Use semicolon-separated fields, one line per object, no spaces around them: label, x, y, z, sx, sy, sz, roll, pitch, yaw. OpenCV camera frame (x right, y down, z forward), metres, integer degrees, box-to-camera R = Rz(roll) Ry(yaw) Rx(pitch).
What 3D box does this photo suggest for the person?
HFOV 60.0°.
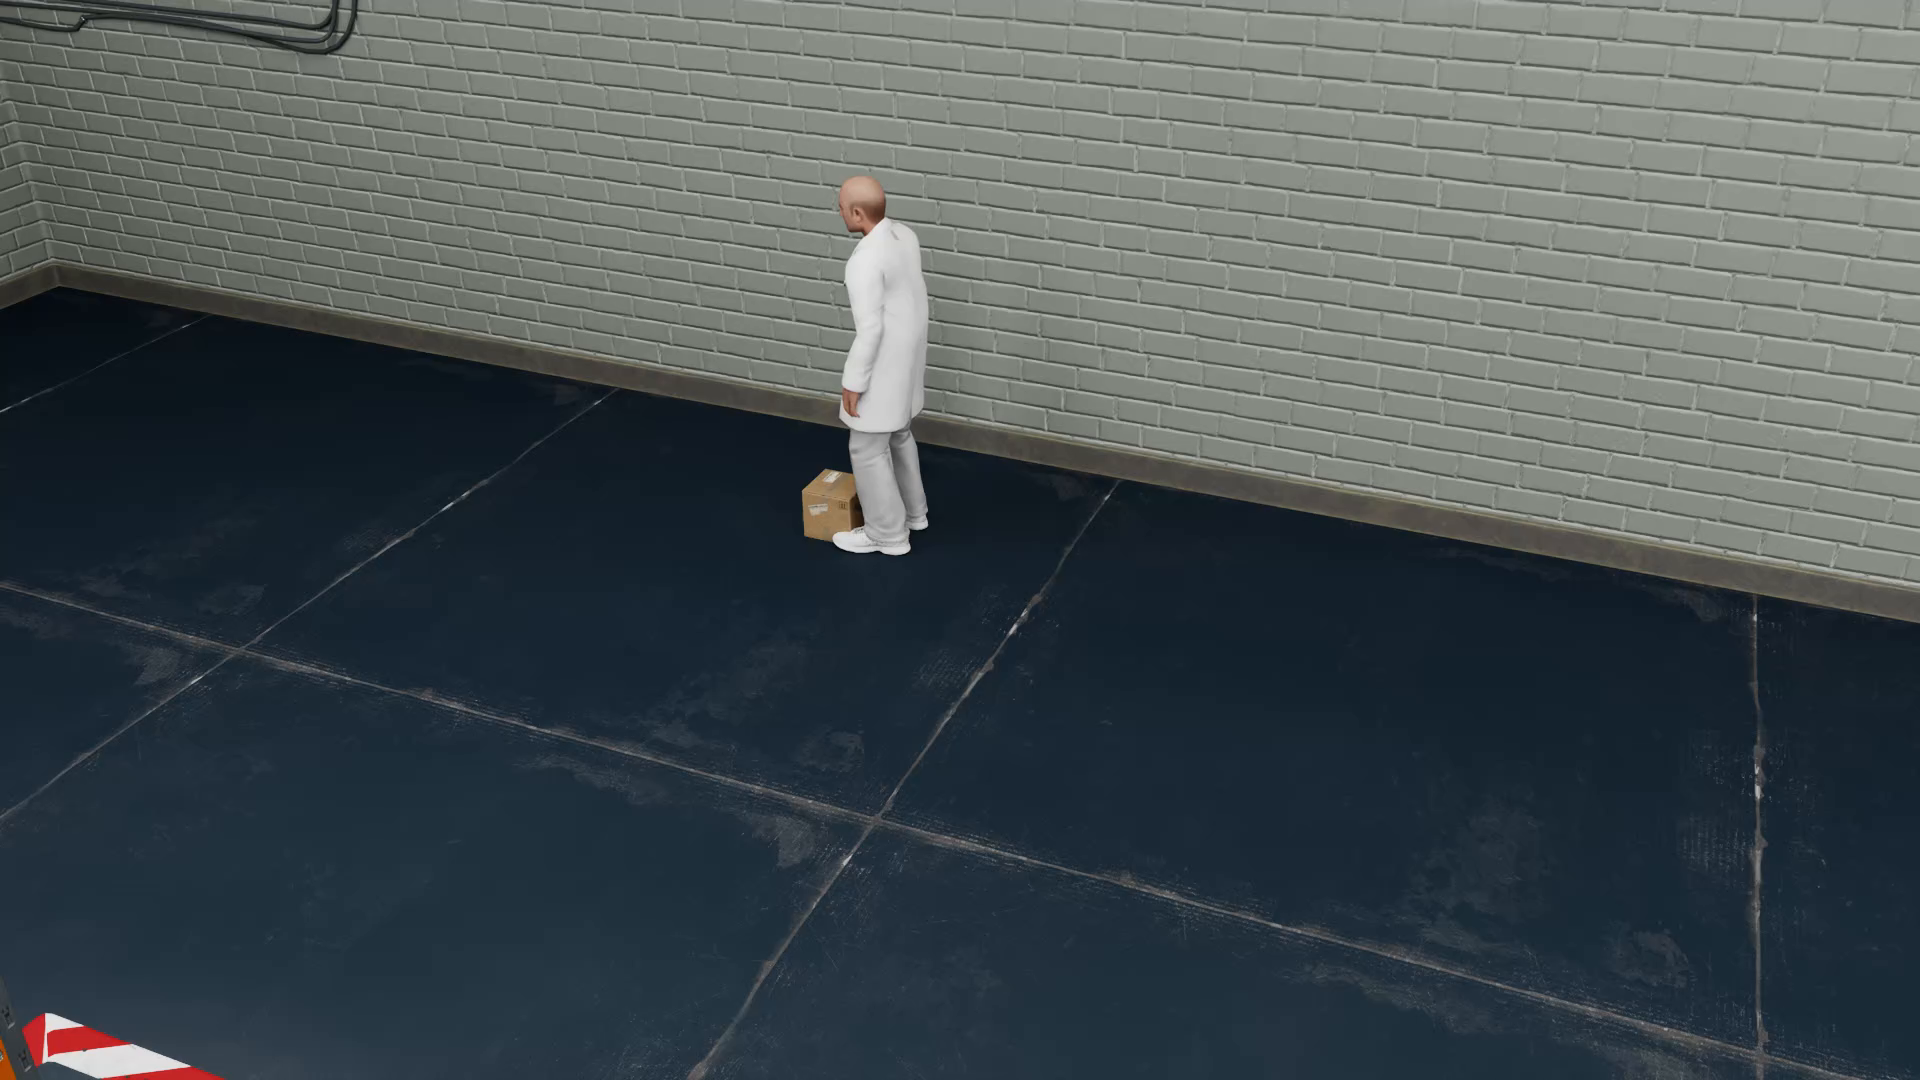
person;-0.358;-0.782;7.540;0.417;1.774;0.649;11;31;19
